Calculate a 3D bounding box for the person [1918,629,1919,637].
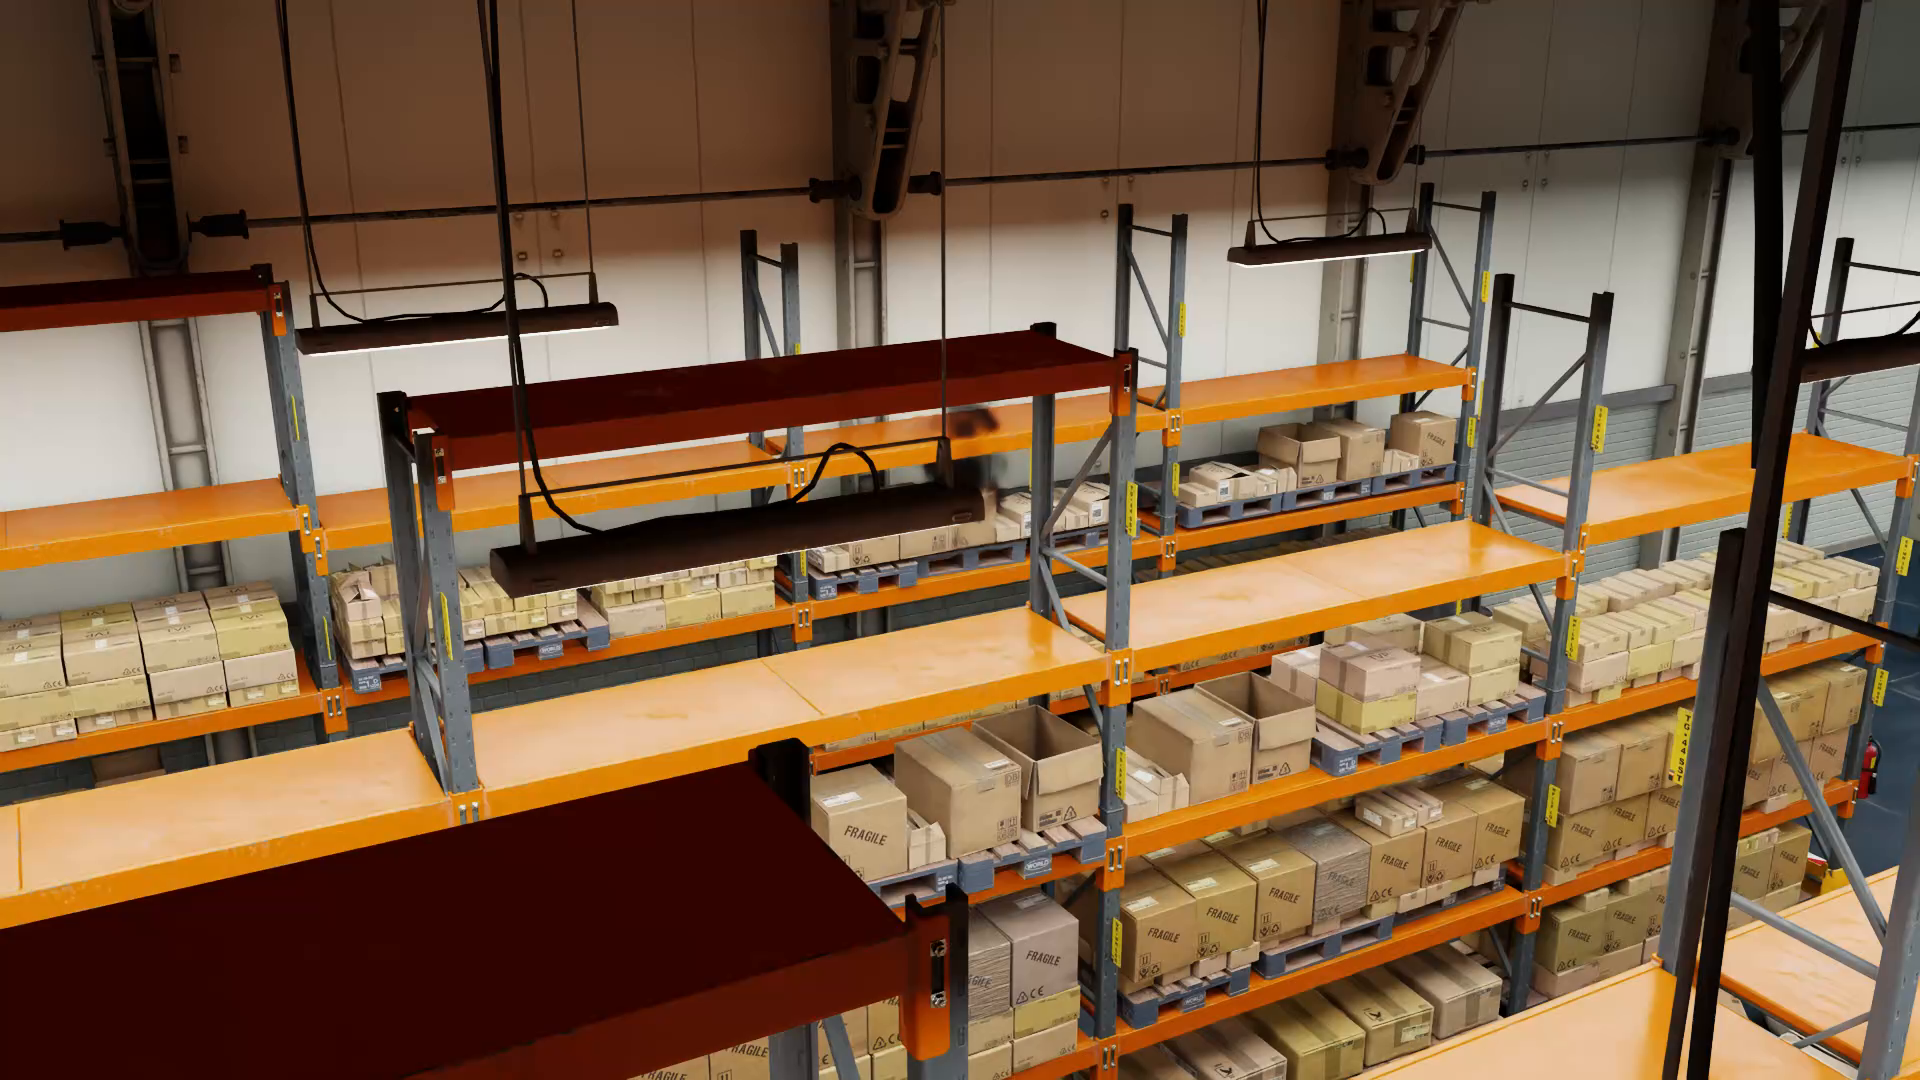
[{"bbox_3d":[12.428,0.558,20.905,0.720,1.680,0.800,15,24,39],"label":"person"}]
